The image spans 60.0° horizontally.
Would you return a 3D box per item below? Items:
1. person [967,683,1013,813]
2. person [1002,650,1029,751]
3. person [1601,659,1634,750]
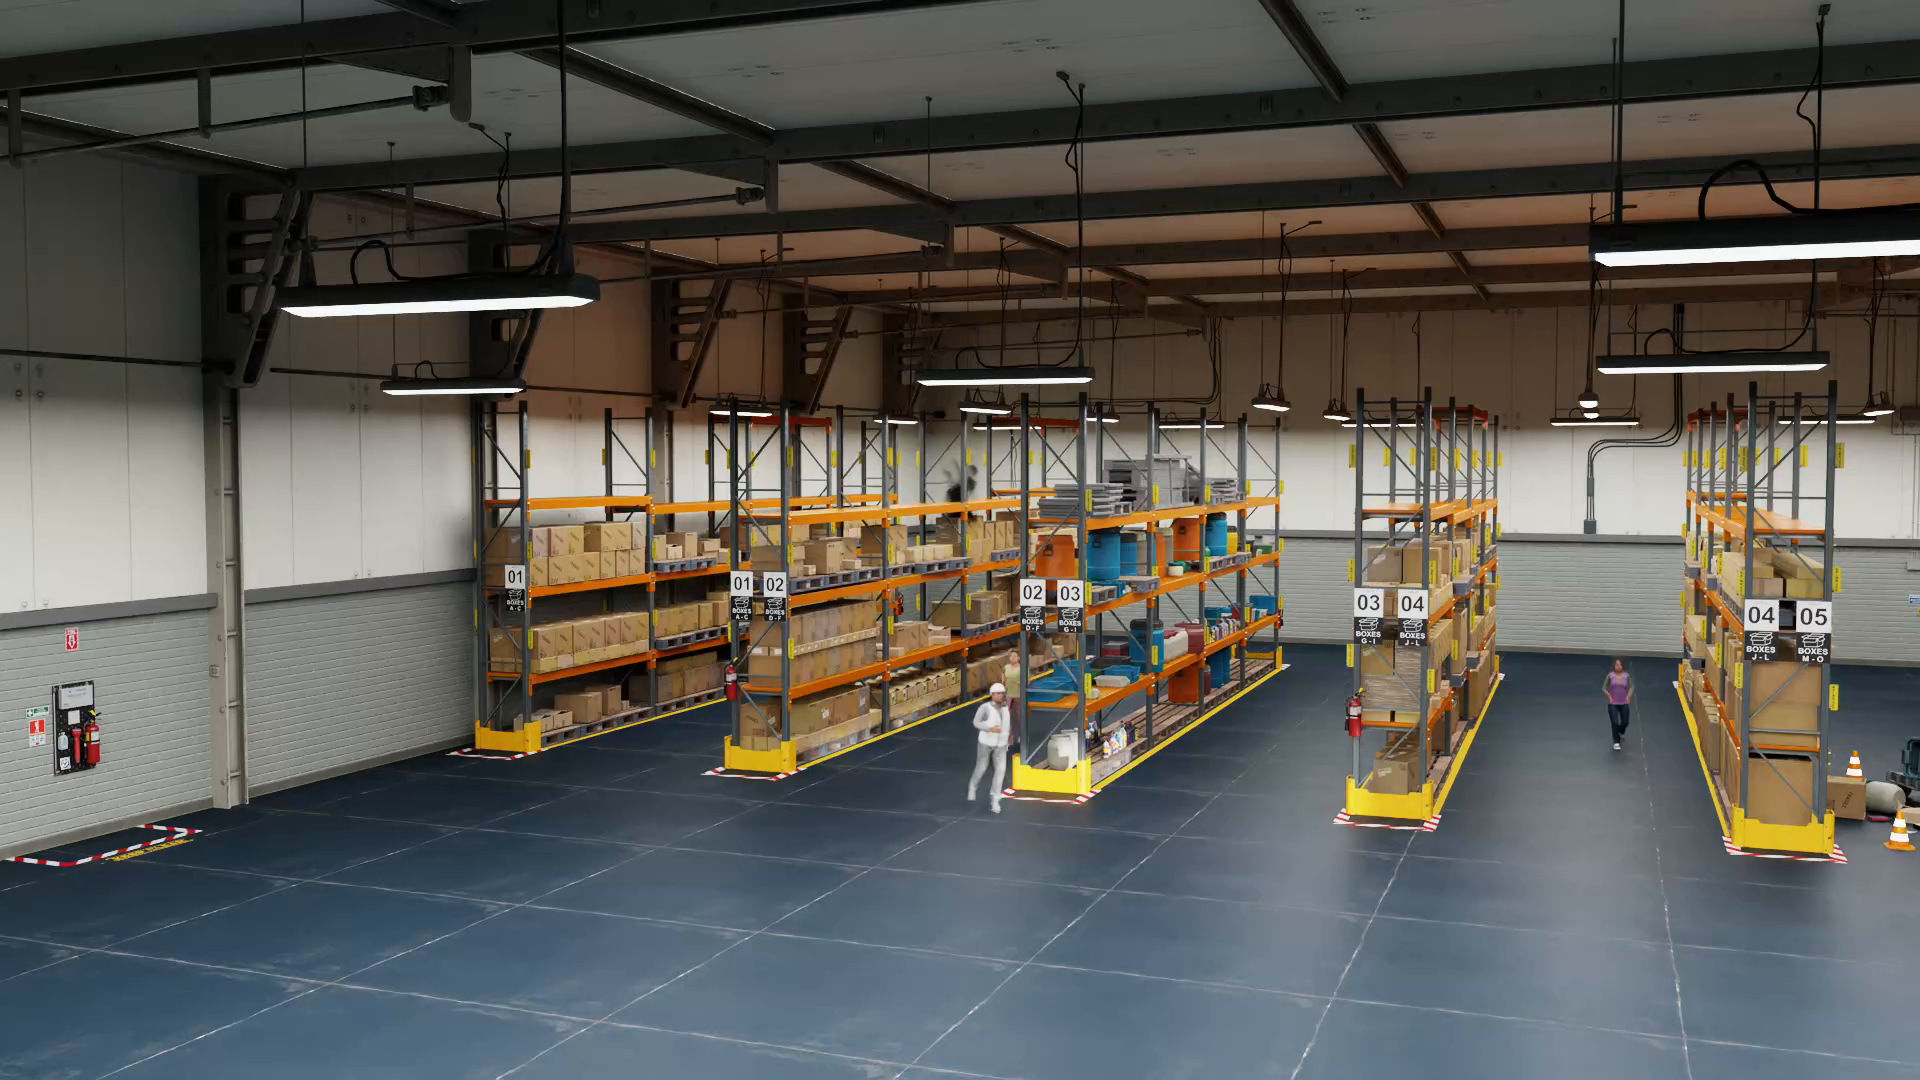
[{"bbox_3d":[0.479,2.950,23.960,0.685,1.791,0.906,-1,3,-24],"label":"person"},{"bbox_3d":[0.944,2.749,28.822,0.554,1.710,0.840,1,3,17],"label":"person"},{"bbox_3d":[11.339,2.830,28.660,0.532,1.550,0.551,1,3,16],"label":"person"}]
